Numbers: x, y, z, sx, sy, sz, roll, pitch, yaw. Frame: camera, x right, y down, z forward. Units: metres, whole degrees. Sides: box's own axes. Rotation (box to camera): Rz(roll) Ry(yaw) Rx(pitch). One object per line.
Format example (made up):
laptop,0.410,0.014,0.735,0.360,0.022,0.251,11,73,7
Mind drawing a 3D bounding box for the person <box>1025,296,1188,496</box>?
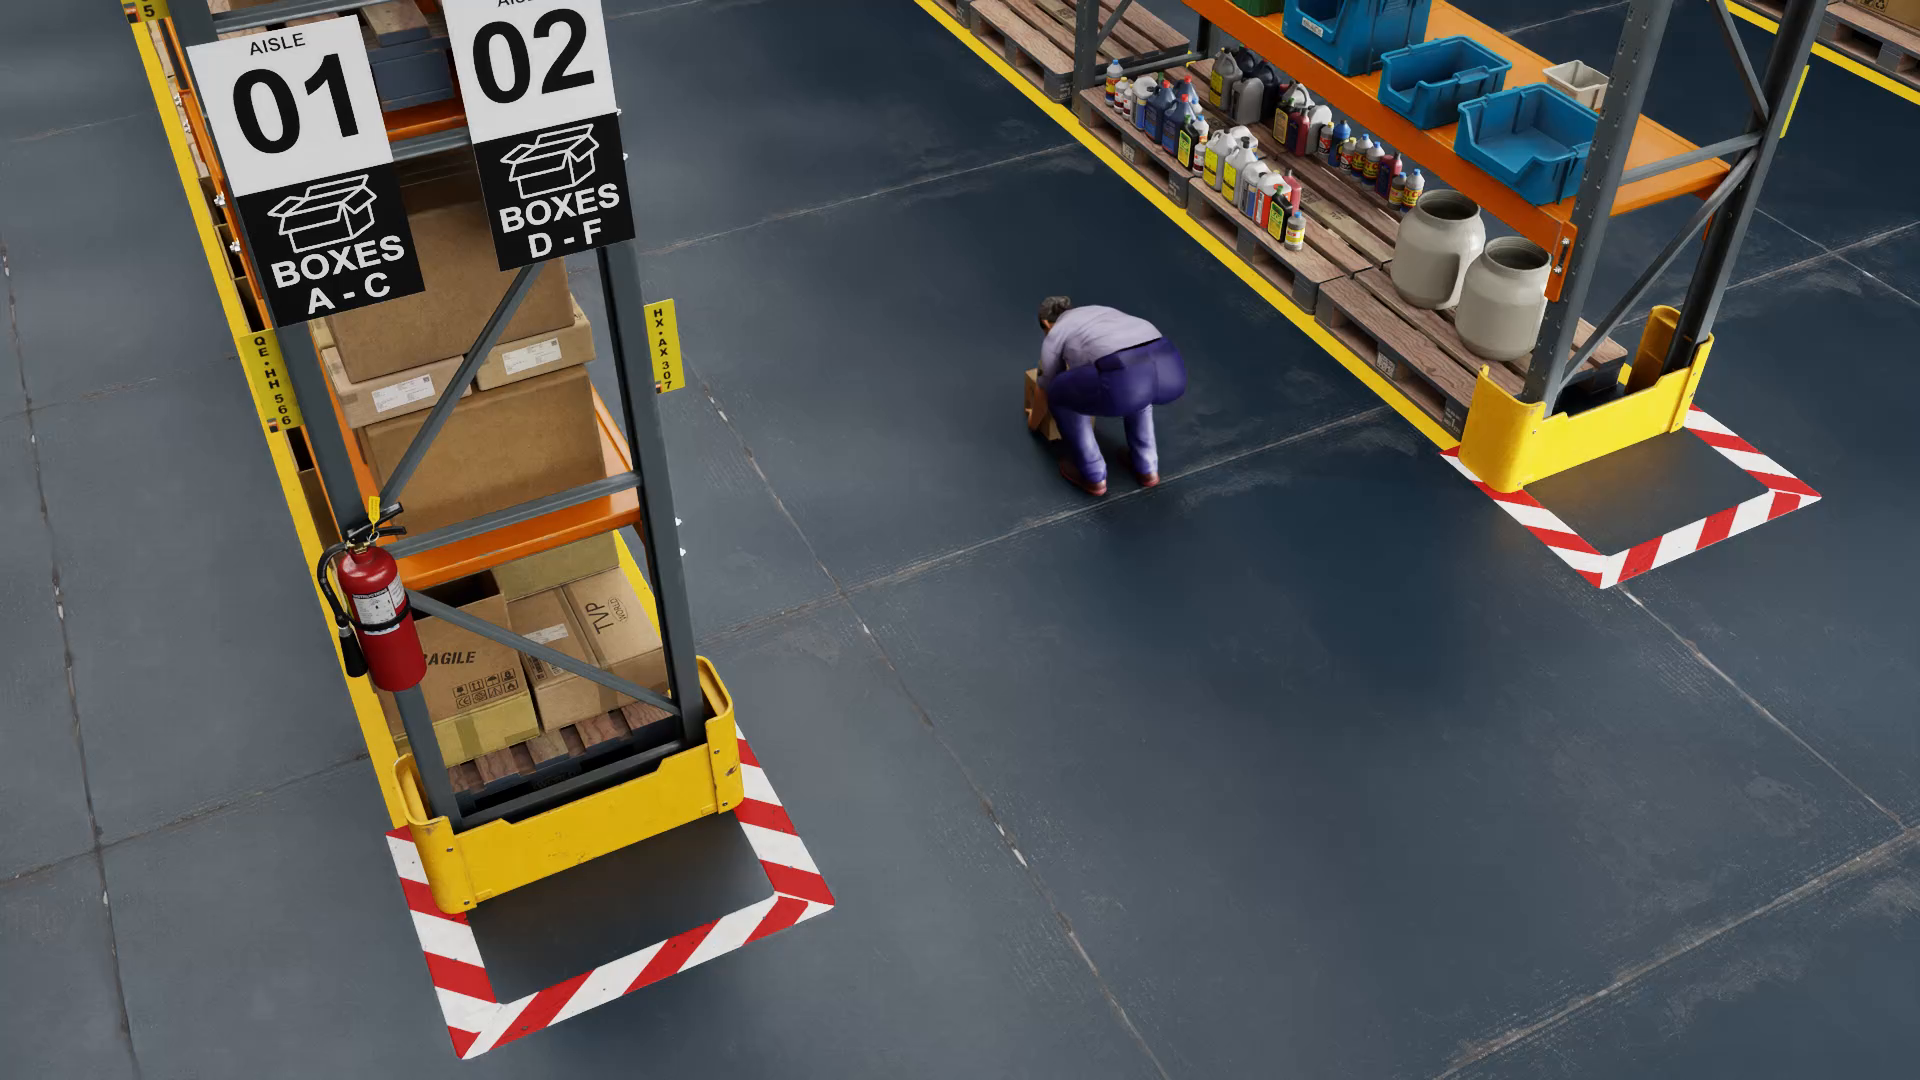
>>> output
person,0.630,-0.690,7.550,0.506,0.854,0.898,-21,46,-22
